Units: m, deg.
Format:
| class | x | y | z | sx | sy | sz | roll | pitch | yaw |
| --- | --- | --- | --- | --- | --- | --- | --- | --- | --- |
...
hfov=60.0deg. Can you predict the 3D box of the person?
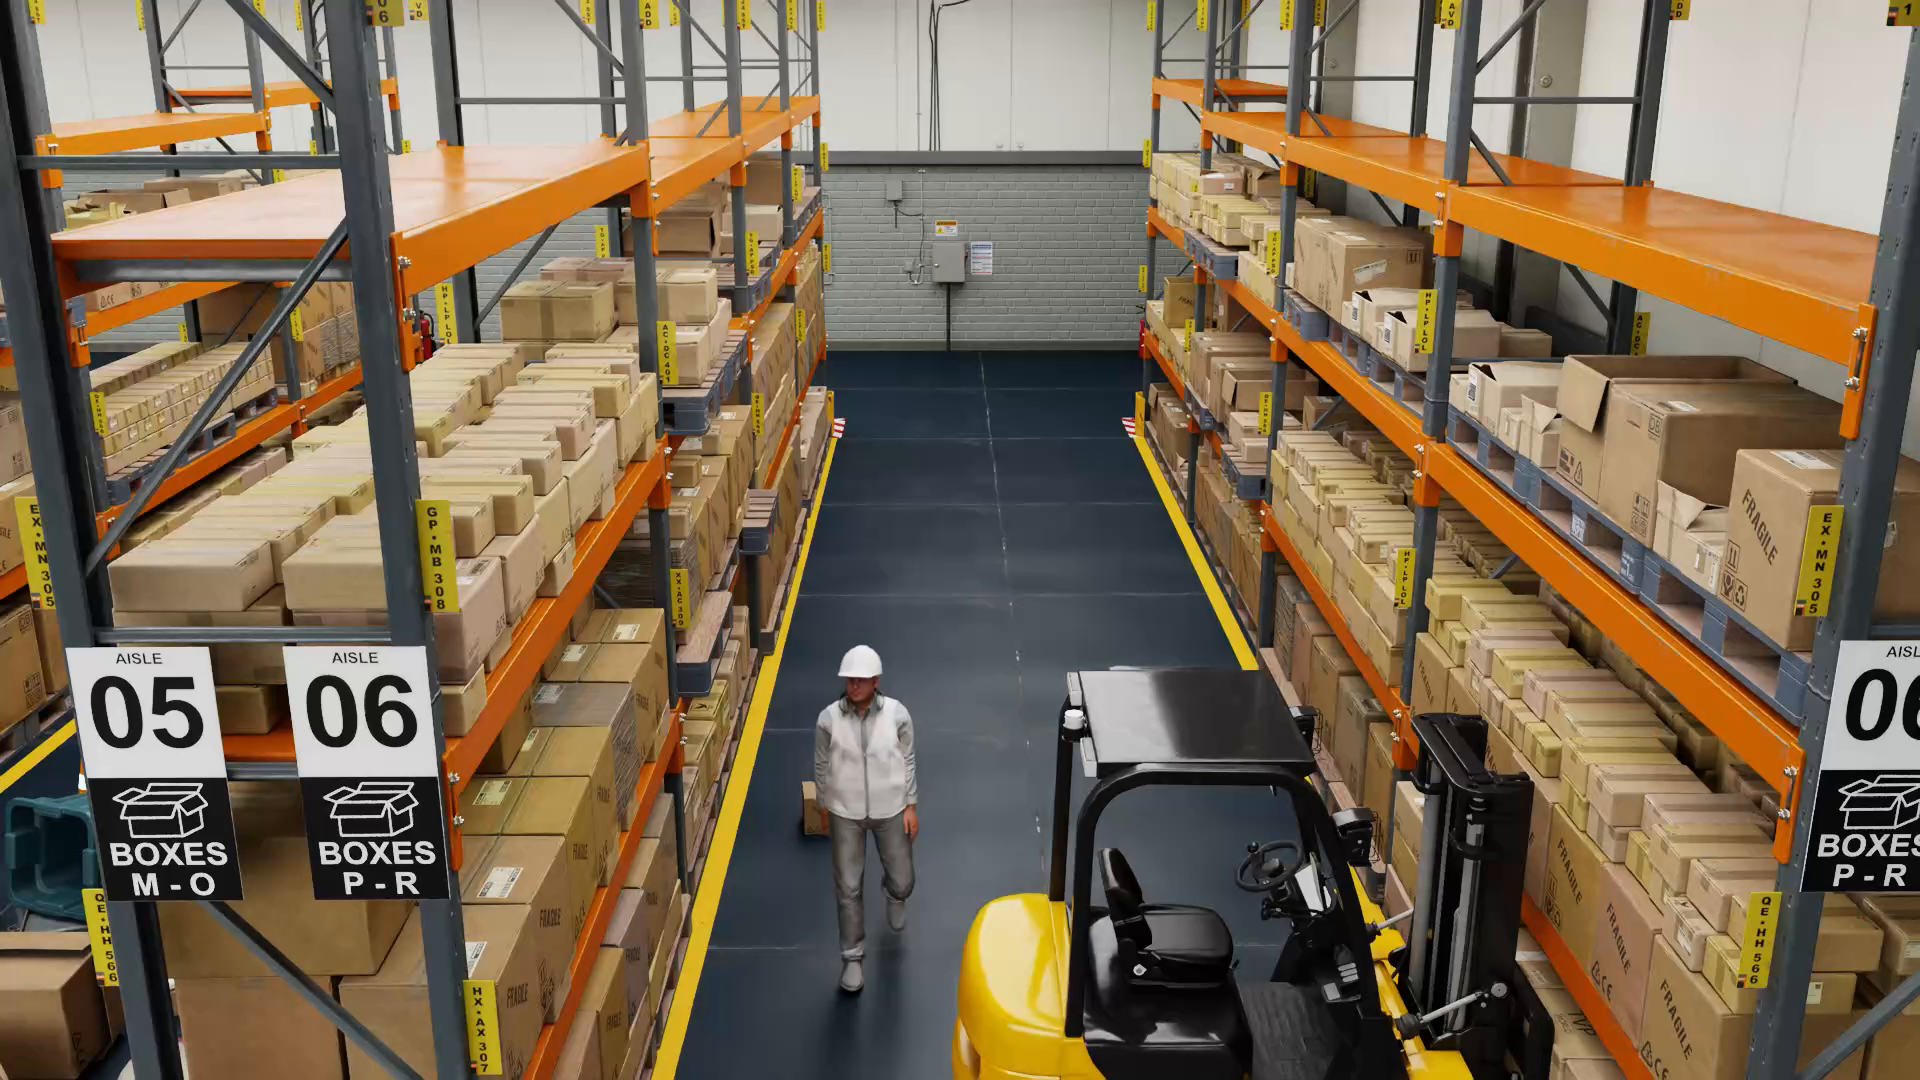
| class | x | y | z | sx | sy | sz | roll | pitch | yaw |
| --- | --- | --- | --- | --- | --- | --- | --- | --- | --- |
| person | -0.493 | 1.428 | 8.784 | 0.549 | 1.756 | 0.741 | -1 | 17 | -5 |
